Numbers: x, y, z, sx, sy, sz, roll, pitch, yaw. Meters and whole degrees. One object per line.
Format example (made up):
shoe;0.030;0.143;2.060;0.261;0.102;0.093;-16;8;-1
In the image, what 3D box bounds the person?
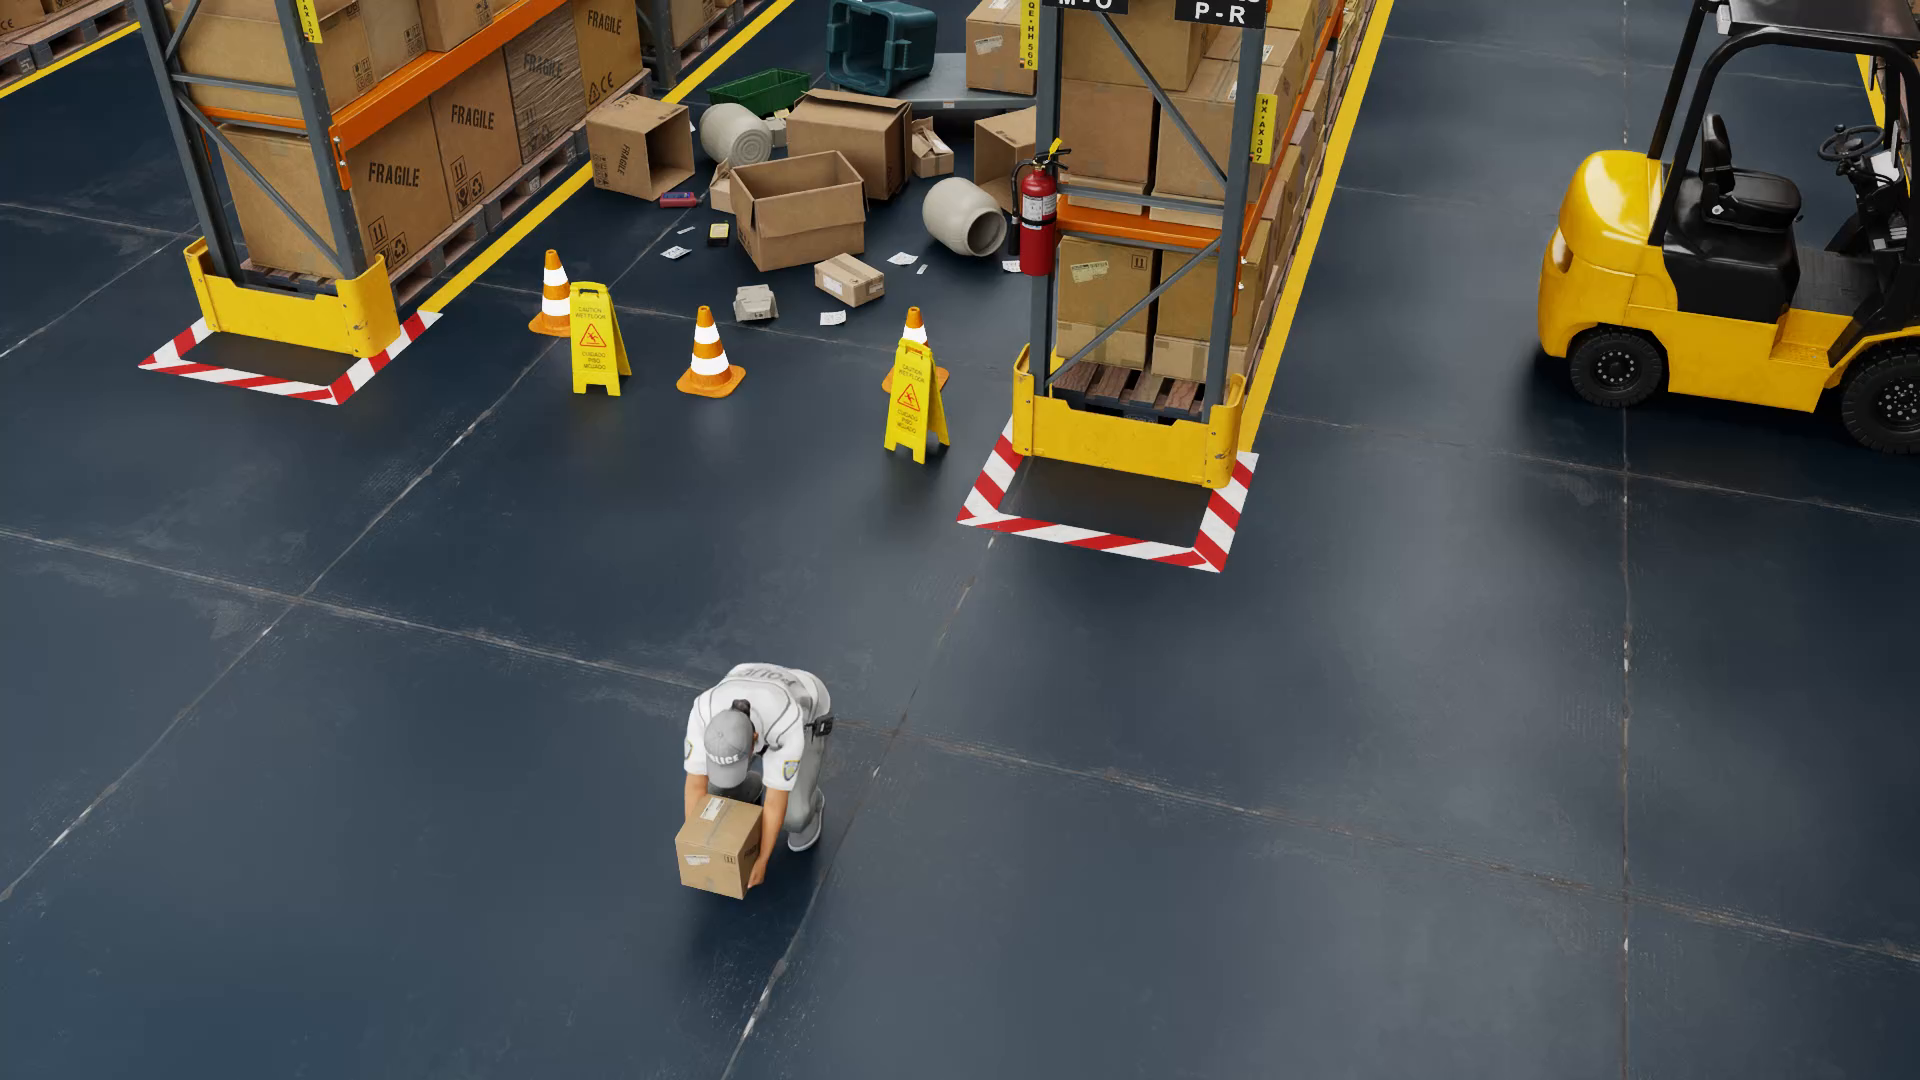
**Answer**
person;-0.791;0.831;6.397;0.509;0.953;0.868;10;38;13
